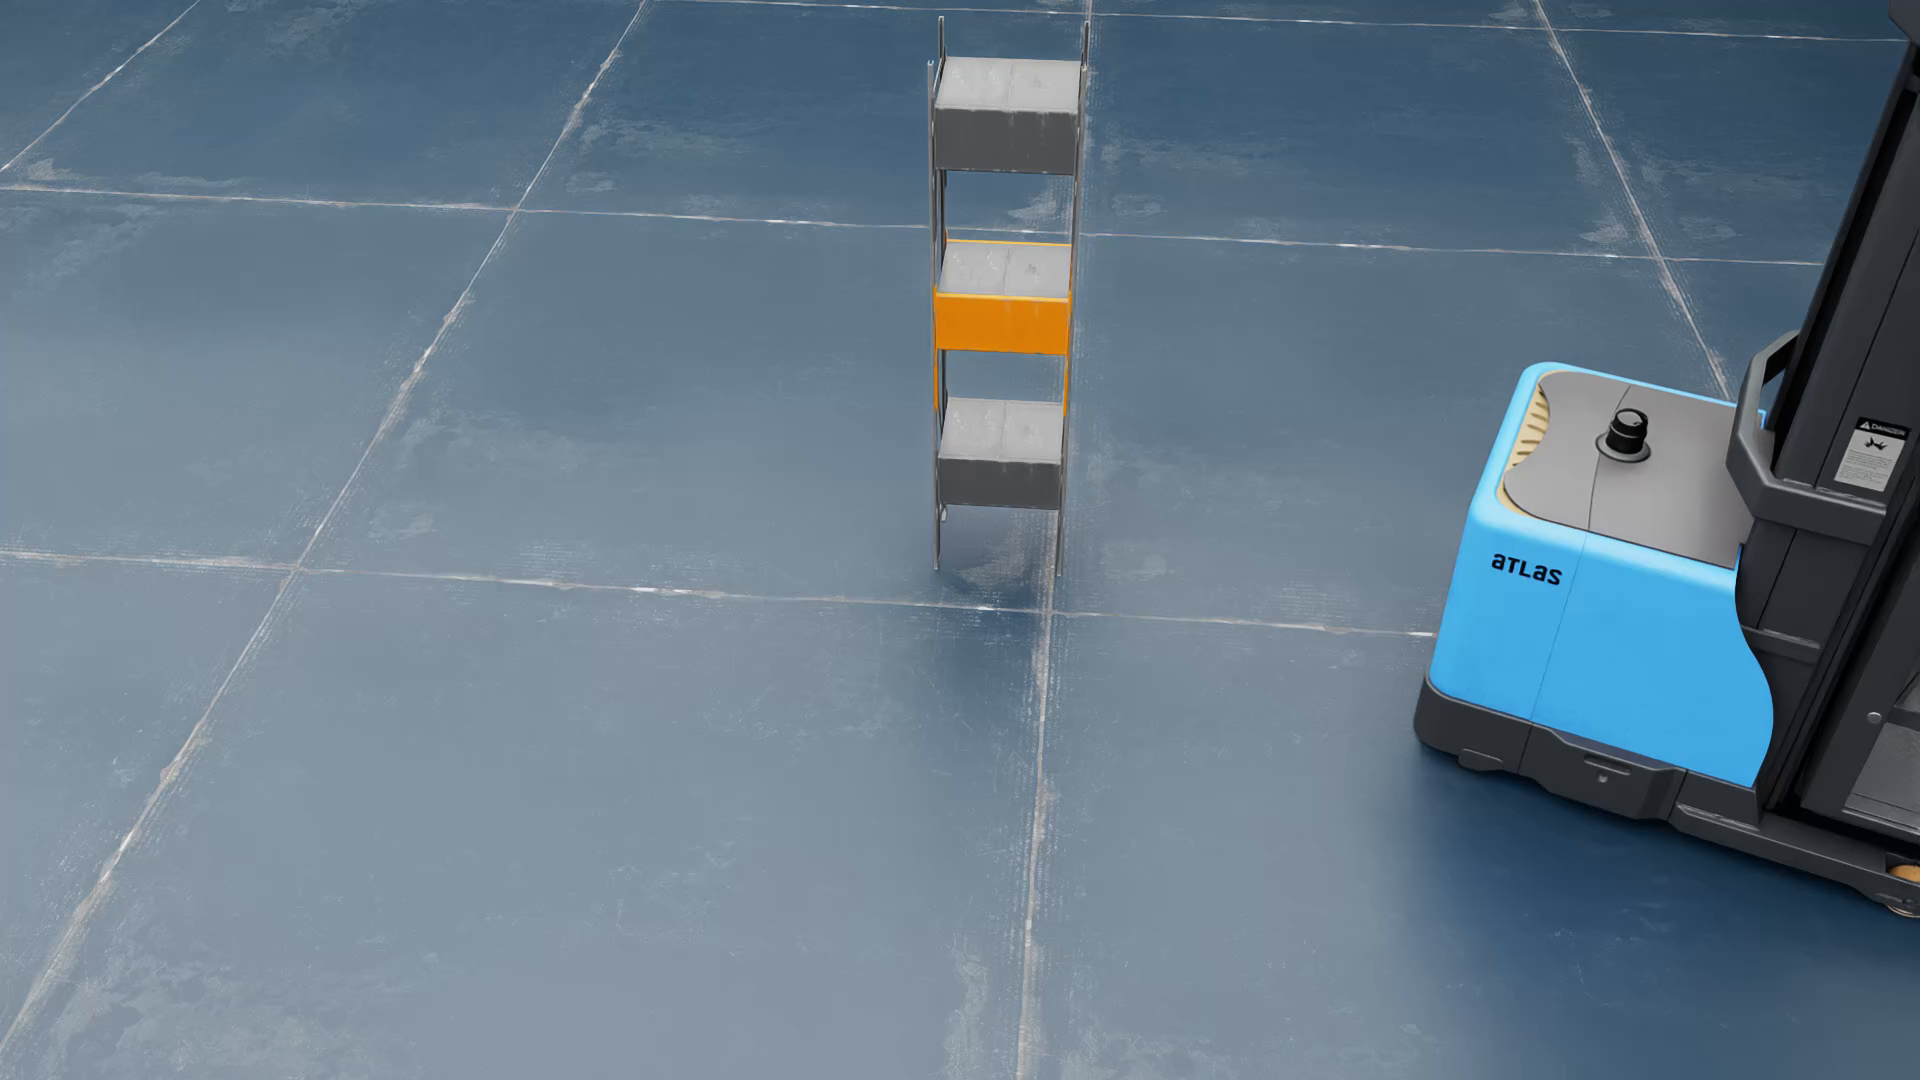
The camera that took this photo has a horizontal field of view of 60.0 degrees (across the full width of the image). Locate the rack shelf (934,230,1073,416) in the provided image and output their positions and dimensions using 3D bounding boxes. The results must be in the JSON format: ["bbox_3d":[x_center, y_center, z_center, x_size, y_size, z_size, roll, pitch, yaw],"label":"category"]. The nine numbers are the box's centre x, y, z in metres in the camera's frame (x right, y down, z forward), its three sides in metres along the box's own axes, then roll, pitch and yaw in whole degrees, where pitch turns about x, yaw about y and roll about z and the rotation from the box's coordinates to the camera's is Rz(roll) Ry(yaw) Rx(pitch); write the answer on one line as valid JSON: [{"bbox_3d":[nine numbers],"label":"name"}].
[{"bbox_3d":[0.165,-0.795,6.085,0.480,0.518,0.431,3,39,4],"label":"rack shelf"}]

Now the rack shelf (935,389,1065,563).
[{"bbox_3d":[0.165,-0.252,6.527,0.480,0.518,0.431,3,39,4],"label":"rack shelf"}]

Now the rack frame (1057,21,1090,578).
[{"bbox_3d":[0.408,-0.792,6.060,0.015,2.100,0.400,3,39,4],"label":"rack frame"}]

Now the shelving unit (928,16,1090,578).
[{"bbox_3d":[0.165,-0.805,6.076,0.503,2.100,0.431,3,39,4],"label":"shelving unit"}]

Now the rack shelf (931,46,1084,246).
[{"bbox_3d":[0.165,-1.338,5.643,0.480,0.518,0.431,3,39,4],"label":"rack shelf"}]

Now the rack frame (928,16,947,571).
[{"bbox_3d":[-0.078,-0.819,6.092,0.015,2.100,0.400,3,39,4],"label":"rack frame"}]

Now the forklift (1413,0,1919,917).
[{"bbox_3d":[3.146,-0.273,4.764,3.031,2.935,1.130,17,42,20],"label":"forklift"}]
